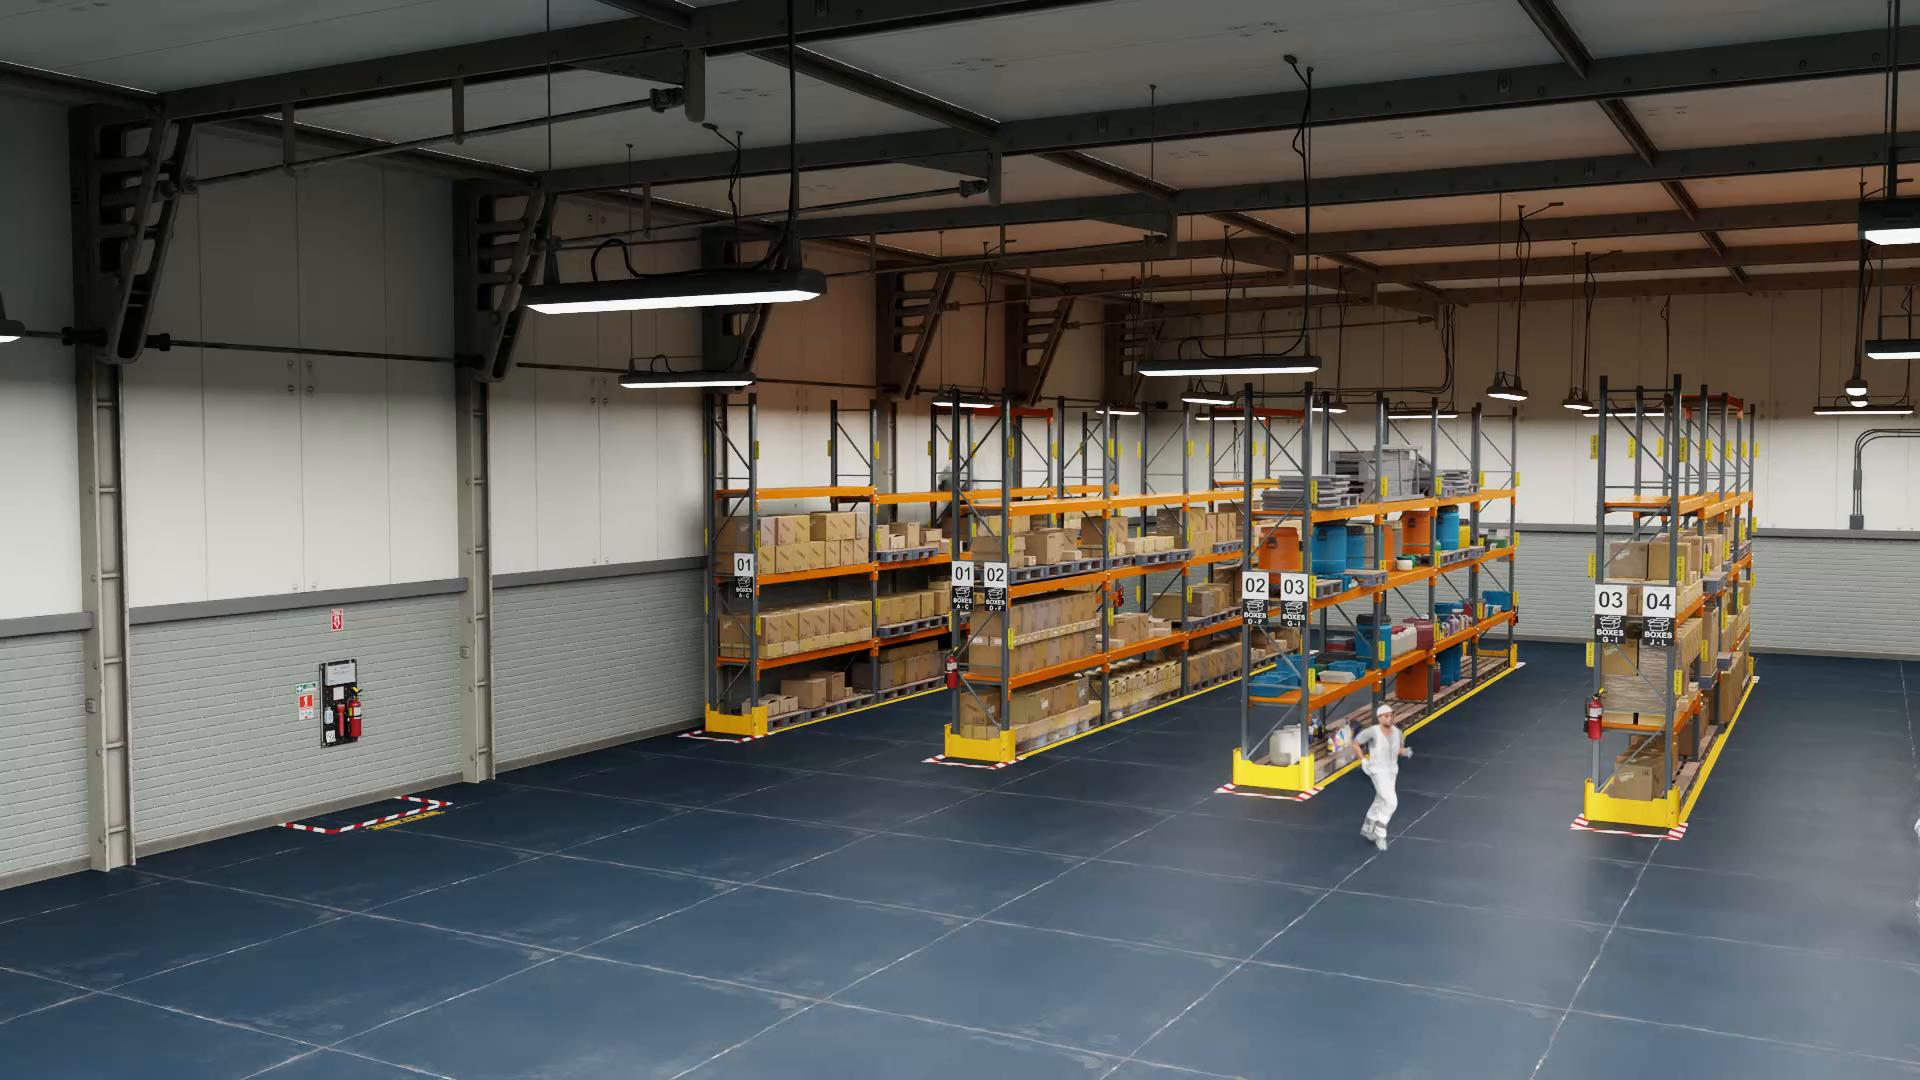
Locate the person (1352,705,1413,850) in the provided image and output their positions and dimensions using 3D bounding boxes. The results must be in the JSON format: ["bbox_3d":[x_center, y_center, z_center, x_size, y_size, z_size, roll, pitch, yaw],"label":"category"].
[{"bbox_3d":[5.368,2.990,20.995,0.616,1.832,0.746,-2,4,-29],"label":"person"}]
